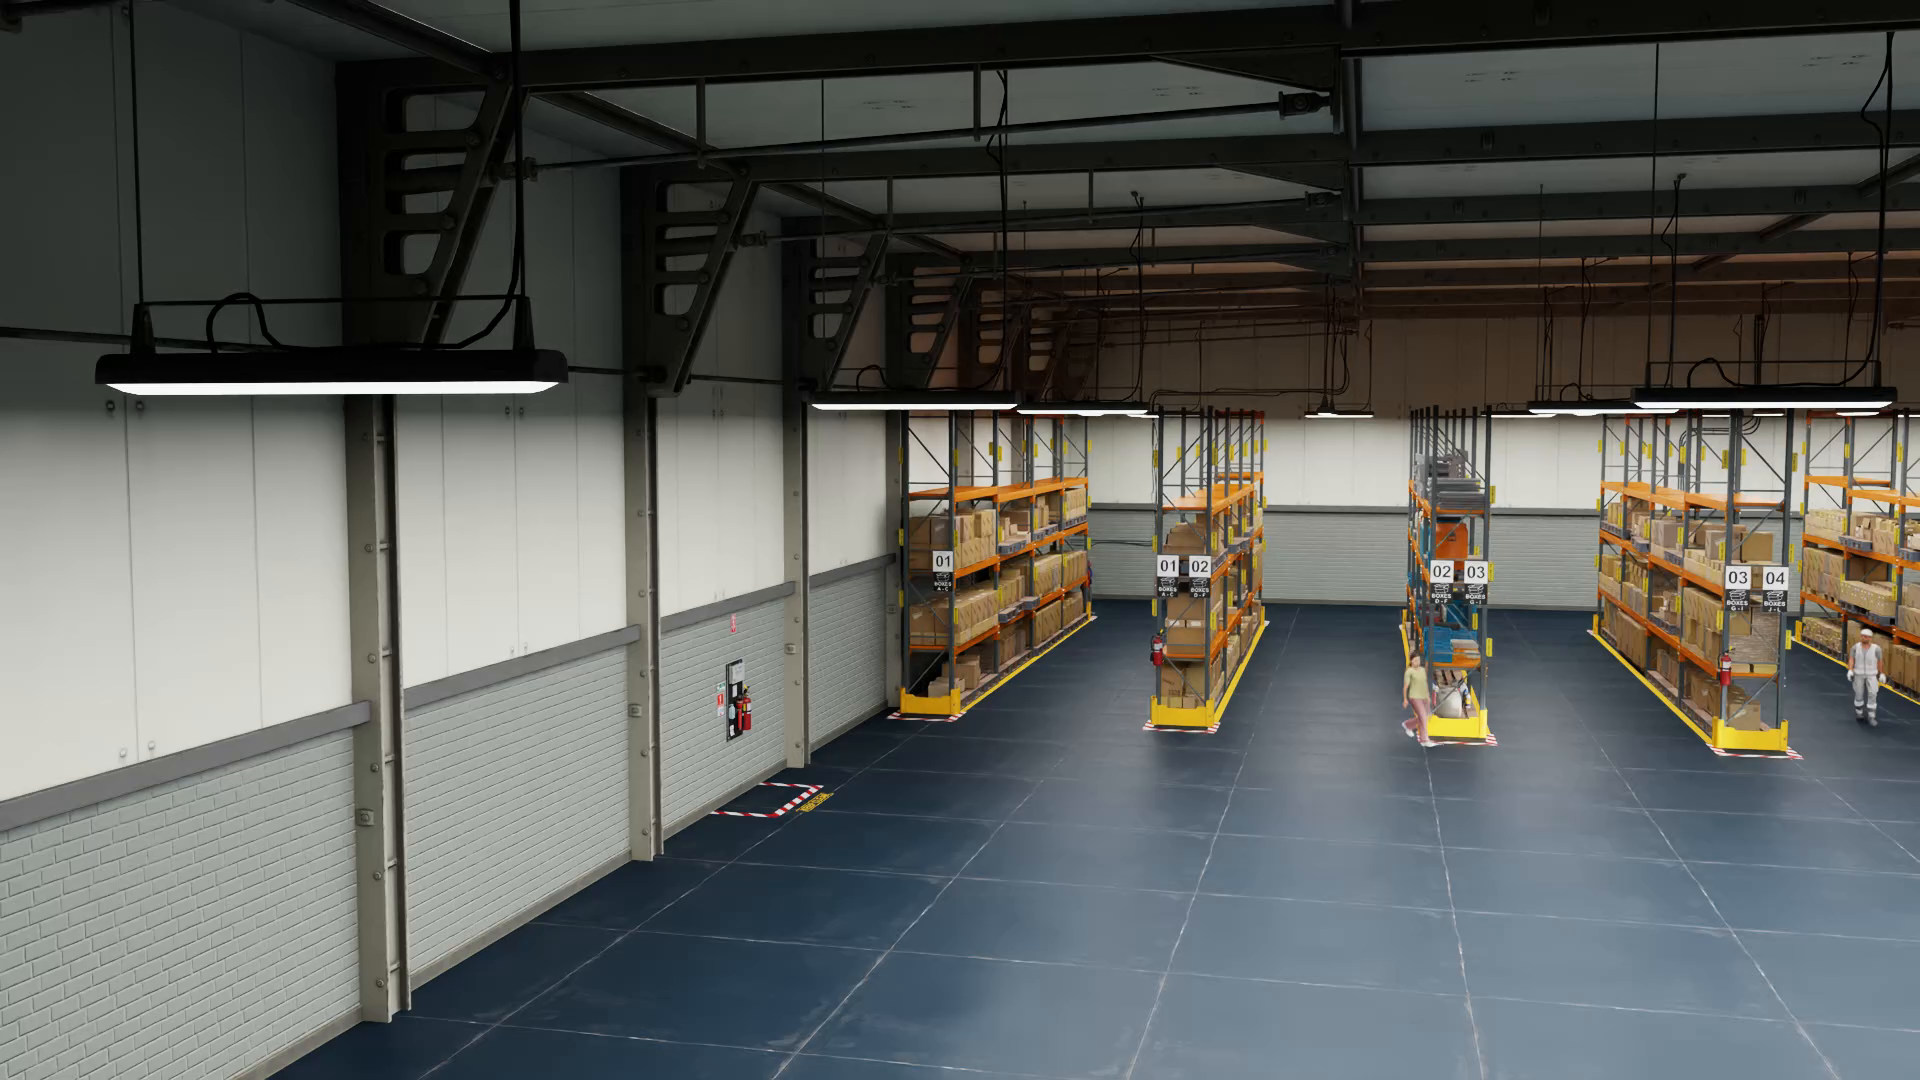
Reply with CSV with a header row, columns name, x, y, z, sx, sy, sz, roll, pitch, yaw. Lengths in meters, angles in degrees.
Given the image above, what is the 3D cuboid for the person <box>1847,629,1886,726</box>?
name,x,y,z,sx,sy,sz,roll,pitch,yaw
person,17.190,2.570,31.519,0.655,1.768,0.906,2,5,28

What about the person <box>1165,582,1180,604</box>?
name,x,y,z,sx,sy,sz,roll,pitch,yaw
person,6.604,1.223,50.655,0.636,1.715,0.577,2,5,28

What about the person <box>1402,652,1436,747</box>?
name,x,y,z,sx,sy,sz,roll,pitch,yaw
person,8.092,2.794,29.351,0.476,1.634,0.825,-2,5,-31

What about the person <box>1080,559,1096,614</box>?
name,x,y,z,sx,sy,sz,roll,pitch,yaw
person,3.688,1.371,49.063,0.600,1.654,0.491,2,5,25
